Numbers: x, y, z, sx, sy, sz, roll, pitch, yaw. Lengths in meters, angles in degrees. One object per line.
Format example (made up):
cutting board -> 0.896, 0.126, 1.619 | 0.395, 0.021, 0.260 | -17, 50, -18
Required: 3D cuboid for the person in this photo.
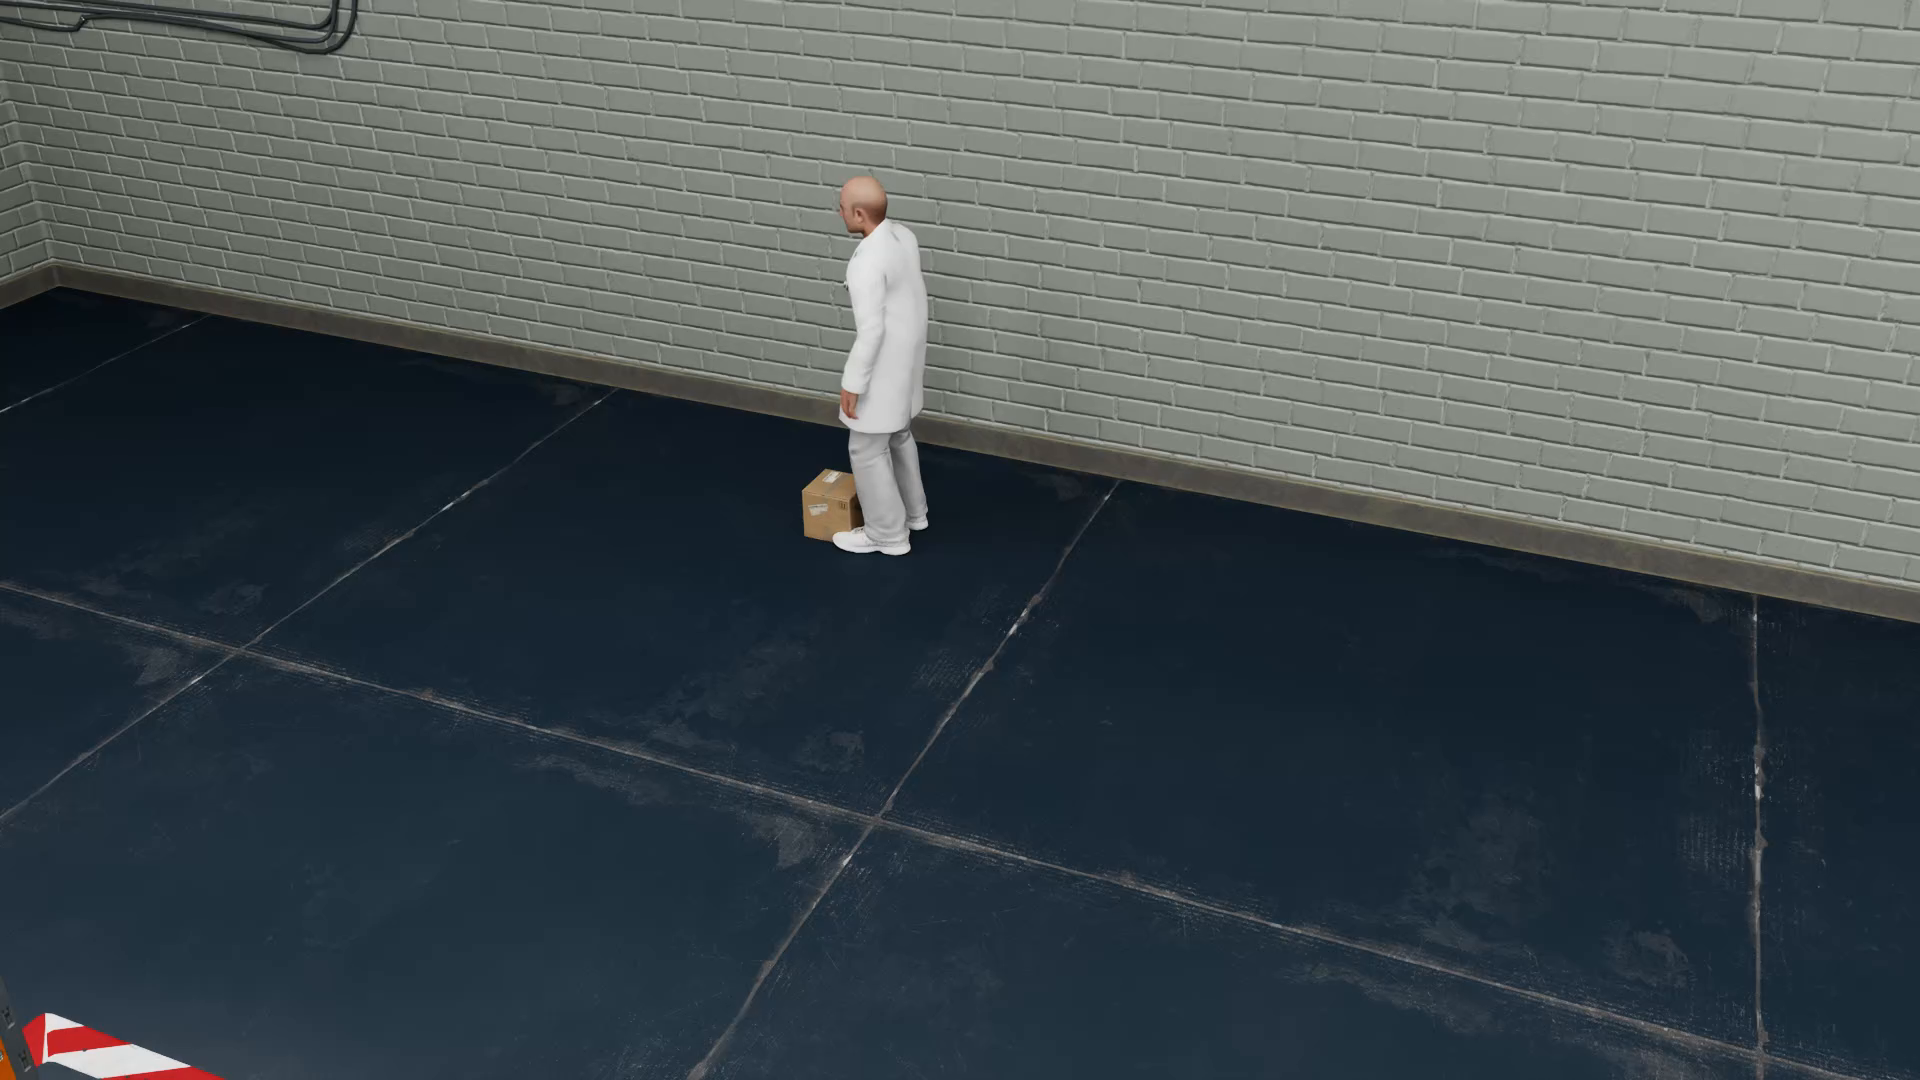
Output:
person -> -0.364, -0.777, 7.530 | 0.415, 1.775, 0.655 | 10, 31, 17
